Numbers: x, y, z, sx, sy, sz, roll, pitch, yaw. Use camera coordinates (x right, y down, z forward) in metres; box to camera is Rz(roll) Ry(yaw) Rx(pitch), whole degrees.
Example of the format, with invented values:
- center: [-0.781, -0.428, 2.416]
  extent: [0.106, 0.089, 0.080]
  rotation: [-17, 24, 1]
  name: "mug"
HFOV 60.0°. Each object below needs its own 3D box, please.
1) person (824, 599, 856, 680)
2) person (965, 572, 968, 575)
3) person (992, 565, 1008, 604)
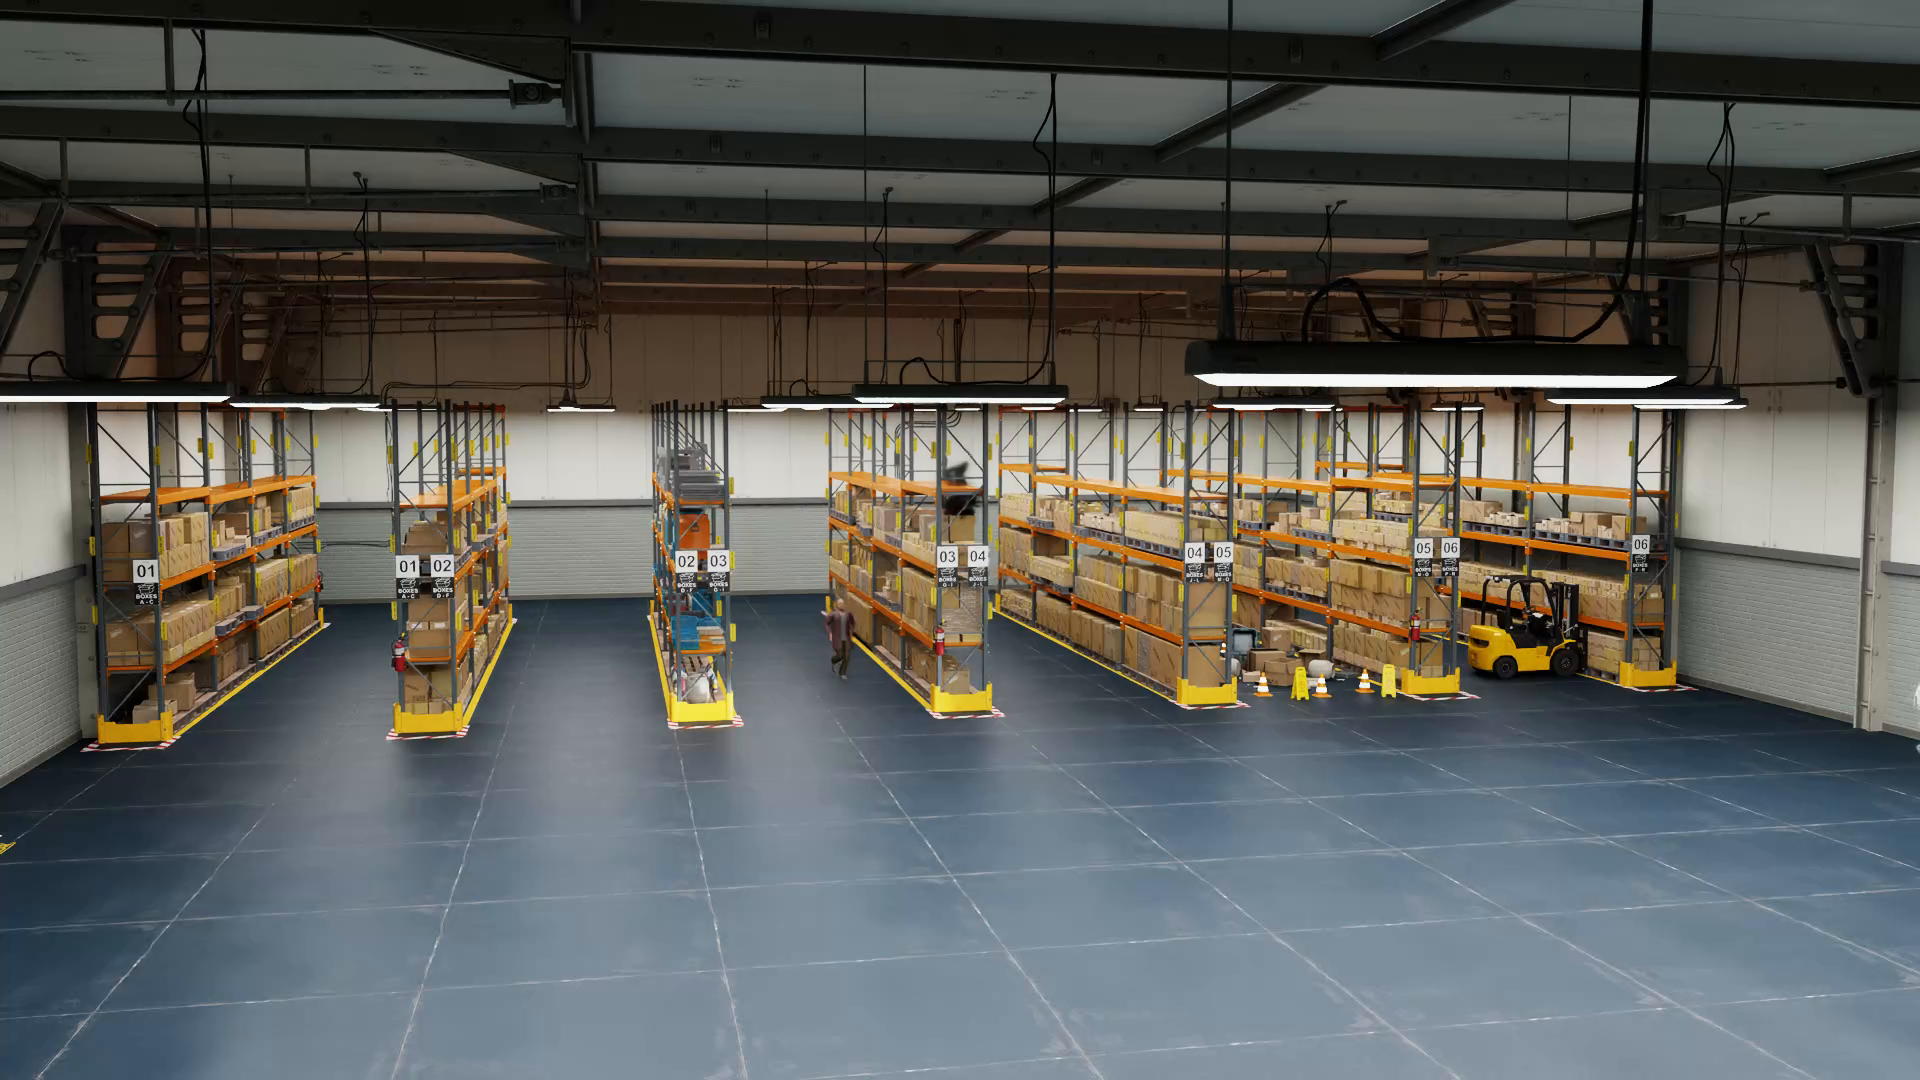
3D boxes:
- center: [-2.580, 2.154, 36.063]
  extent: [0.709, 1.728, 0.640]
  rotation: [-2, 5, -22]
  name: "person"
- center: [0.266, 1.175, 49.024]
  extent: [0.552, 1.695, 0.753]
  rotation: [-3, 5, -38]
  name: "person"
- center: [1.220, 1.132, 50.063]
  extent: [0.694, 1.711, 0.800]
  rotation: [1, 4, 13]
  name: "person"
